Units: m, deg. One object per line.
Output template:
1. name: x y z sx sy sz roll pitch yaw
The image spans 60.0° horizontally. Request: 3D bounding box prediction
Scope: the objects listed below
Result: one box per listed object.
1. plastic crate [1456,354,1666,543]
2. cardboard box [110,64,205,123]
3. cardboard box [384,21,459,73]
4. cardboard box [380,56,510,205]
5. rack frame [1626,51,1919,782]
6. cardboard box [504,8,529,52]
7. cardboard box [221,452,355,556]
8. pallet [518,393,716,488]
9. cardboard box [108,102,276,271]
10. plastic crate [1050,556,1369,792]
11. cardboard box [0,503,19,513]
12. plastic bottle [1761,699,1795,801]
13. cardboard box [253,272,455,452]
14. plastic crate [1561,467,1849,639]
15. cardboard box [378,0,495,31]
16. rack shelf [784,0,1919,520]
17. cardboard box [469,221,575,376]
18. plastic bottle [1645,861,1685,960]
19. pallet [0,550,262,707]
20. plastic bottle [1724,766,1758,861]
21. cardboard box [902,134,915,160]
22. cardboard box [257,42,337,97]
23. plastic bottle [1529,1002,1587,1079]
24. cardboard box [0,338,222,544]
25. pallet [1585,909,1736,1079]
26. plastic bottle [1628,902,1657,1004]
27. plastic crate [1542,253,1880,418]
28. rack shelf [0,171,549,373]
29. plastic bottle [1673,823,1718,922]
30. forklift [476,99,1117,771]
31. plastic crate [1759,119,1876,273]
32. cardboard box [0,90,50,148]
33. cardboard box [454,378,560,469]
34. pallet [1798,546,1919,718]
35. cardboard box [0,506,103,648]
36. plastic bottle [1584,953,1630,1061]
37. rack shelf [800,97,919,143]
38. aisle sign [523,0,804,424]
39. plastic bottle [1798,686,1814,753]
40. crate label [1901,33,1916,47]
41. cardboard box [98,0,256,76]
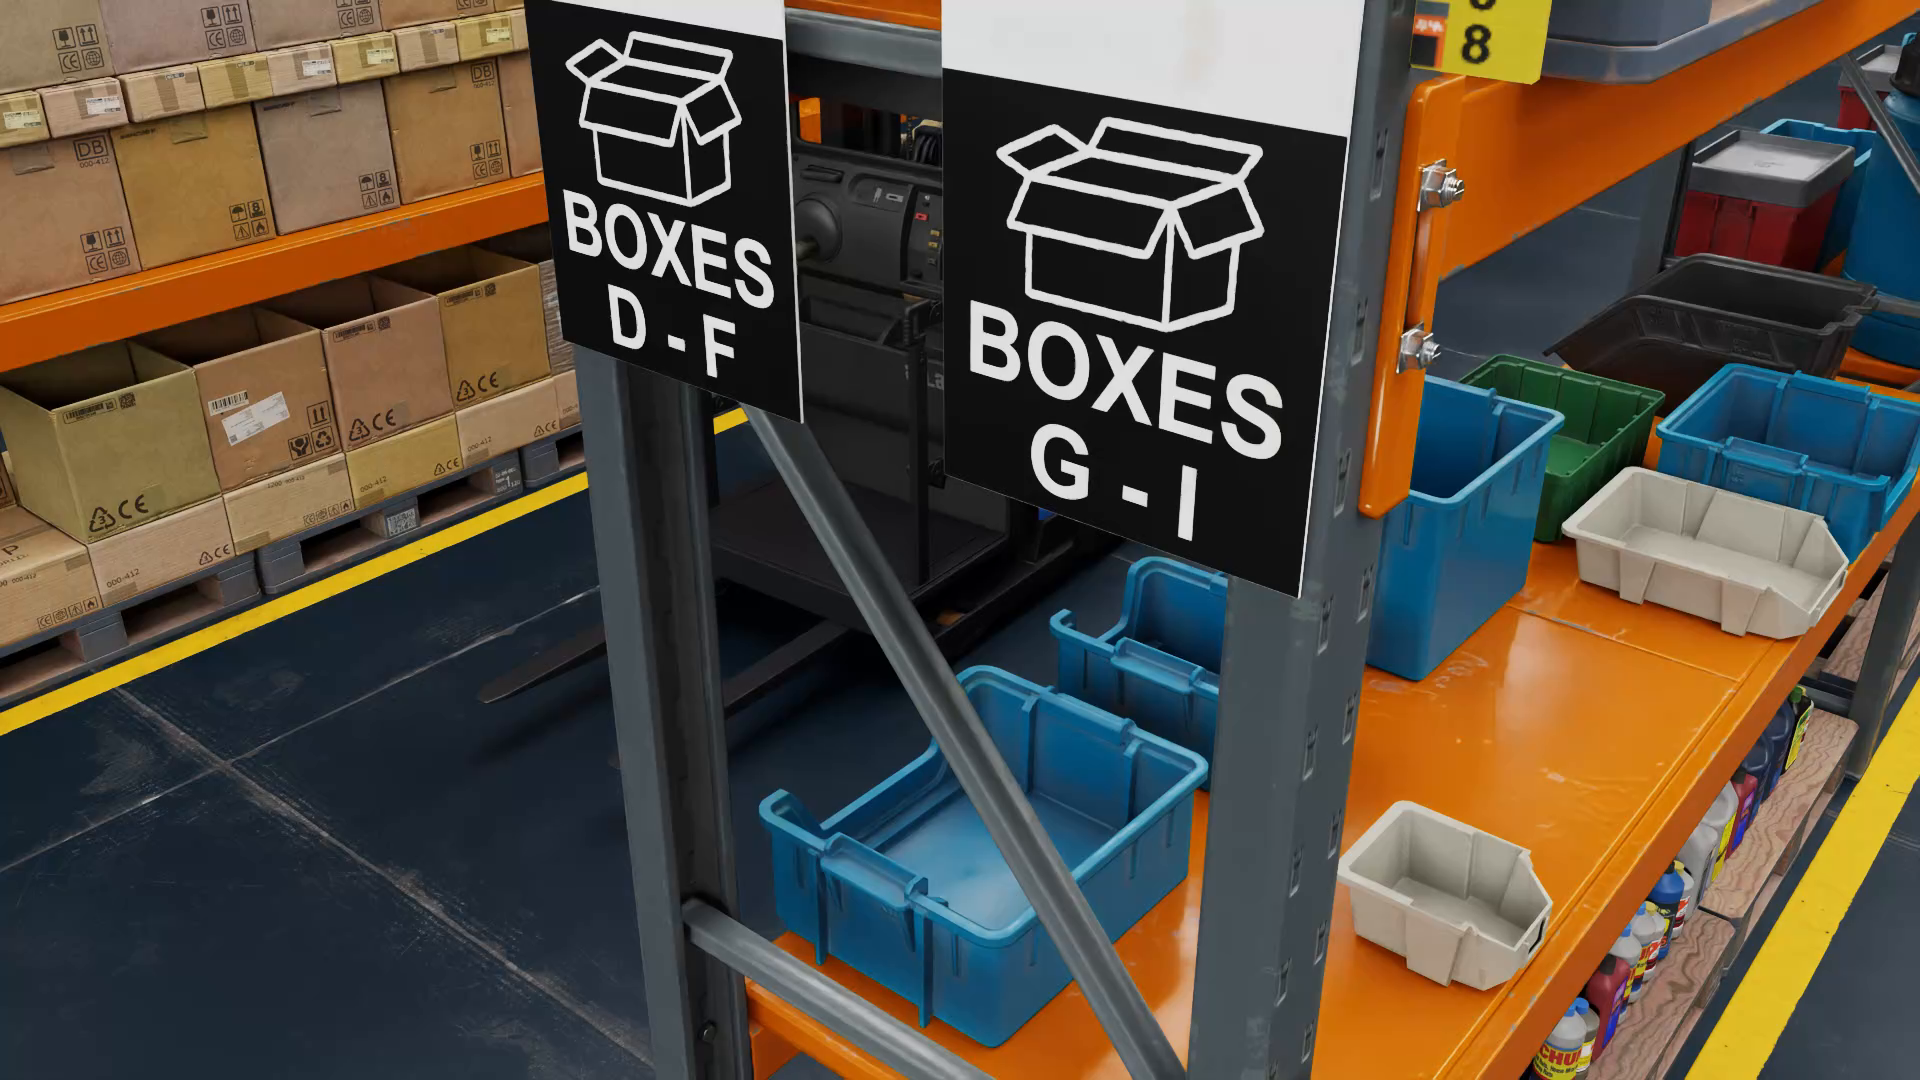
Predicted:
1. plastic crate: 1.420 -0.240 4.179 0.450 0.188 0.662 21 34 34
2. cardboard box: -2.792 -1.538 5.645 0.380 0.149 0.250 19 33 33
3. cardboard box: -2.135 -1.905 6.354 0.380 0.149 0.250 22 34 36
4. cardboard box: -2.248 -1.701 6.665 0.700 0.500 0.500 21 34 35
5. rack frame: 2.501 -0.732 4.901 1.000 3.000 0.127 21 34 34
6. cardboard box: -1.816 -2.081 6.693 0.380 0.149 0.250 21 34 34
7. cardboard box: -2.716 -0.209 6.425 0.500 0.250 0.500 21 34 34
8. pallet: -1.857 -0.673 7.822 1.003 0.211 1.213 21 34 34
9. cardboard box: -2.905 -1.331 5.950 0.700 0.500 0.500 21 34 35
10. plastic crate: 0.462 0.258 3.148 0.499 0.251 0.408 21 34 34
11. cardboard box: -3.750 -0.005 6.031 0.500 0.250 0.500 21 34 34
12. plastic bottle: 2.314 0.561 4.805 0.144 0.351 0.185 20 33 33
13. cardboard box: -2.394 -0.718 6.592 0.500 0.500 0.500 21 34 34
14. plastic crate: 1.664 0.034 3.706 0.530 0.136 0.437 21 34 34
15. cardboard box: -2.235 -2.286 6.384 0.700 0.500 0.500 21 34 34
16. rack shelf: 1.229 -1.036 3.007 1.077 0.370 4.000 21 34 34
17. cardboard box: -1.772 -1.078 7.288 0.500 0.500 0.500 21 34 34
18. plastic bottle: 1.761 0.922 4.195 0.097 0.271 0.097 0 27 0
19. pallet: -3.409 0.192 6.149 1.003 0.211 1.213 21 34 34
20. plastic bottle: 2.121 0.729 4.553 0.061 0.283 0.133 23 35 38
21. cardboard box: -0.314 -2.163 9.591 0.500 0.311 0.500 20 34 34
22. cardboard box: -2.469 -1.717 5.989 0.380 0.149 0.250 21 34 35
23. plastic bottle: 1.351 1.150 3.752 0.097 0.271 0.097 0 27 0
24. cardboard box: -3.033 -0.365 5.909 0.500 0.500 0.500 21 34 34
25. pallet: 1.266 1.166 4.265 1.003 0.211 1.213 21 34 34
26. plastic bottle: 1.632 0.993 4.056 0.097 0.271 0.097 0 27 0
27. plastic crate: 2.070 -0.556 4.629 0.767 0.338 0.504 21 34 34
28. rack shelf: -2.591 -1.153 6.497 1.077 0.370 4.000 21 34 34
29. plastic bottle: 1.880 0.833 4.360 0.152 0.276 0.135 21 34 35
30. forklift: -0.375 -1.070 5.628 1.130 2.935 3.031 19 33 32
31. plastic crate: 2.963 -1.207 5.837 0.392 0.384 0.575 21 34 34
32. cardboard box: -3.121 -1.354 5.289 0.380 0.149 0.250 21 34 35
33. cardboard box: -2.077 -0.562 7.108 0.500 0.250 0.500 21 34 34
34. pallet: 2.971 0.216 6.102 1.003 0.211 1.213 21 34 34
35. cardboard box: -3.350 0.146 5.738 0.500 0.250 0.500 21 34 34
36. plastic bottle: 1.509 1.070 3.894 0.061 0.283 0.133 21 34 35
37. rack shelf: -0.046 -2.571 9.238 1.077 0.370 4.000 21 34 34
38. aisle sign: -0.318 -0.530 1.681 0.394 0.787 0.004 21 34 34
39. plastic bottle: 2.511 0.535 5.019 0.097 0.201 0.097 0 27 0
40. crate label: 4.205 -1.893 7.107 0.502 0.435 0.616 21 34 34
41. cardboard box: -2.872 -1.931 5.698 0.700 0.500 0.500 21 34 35
